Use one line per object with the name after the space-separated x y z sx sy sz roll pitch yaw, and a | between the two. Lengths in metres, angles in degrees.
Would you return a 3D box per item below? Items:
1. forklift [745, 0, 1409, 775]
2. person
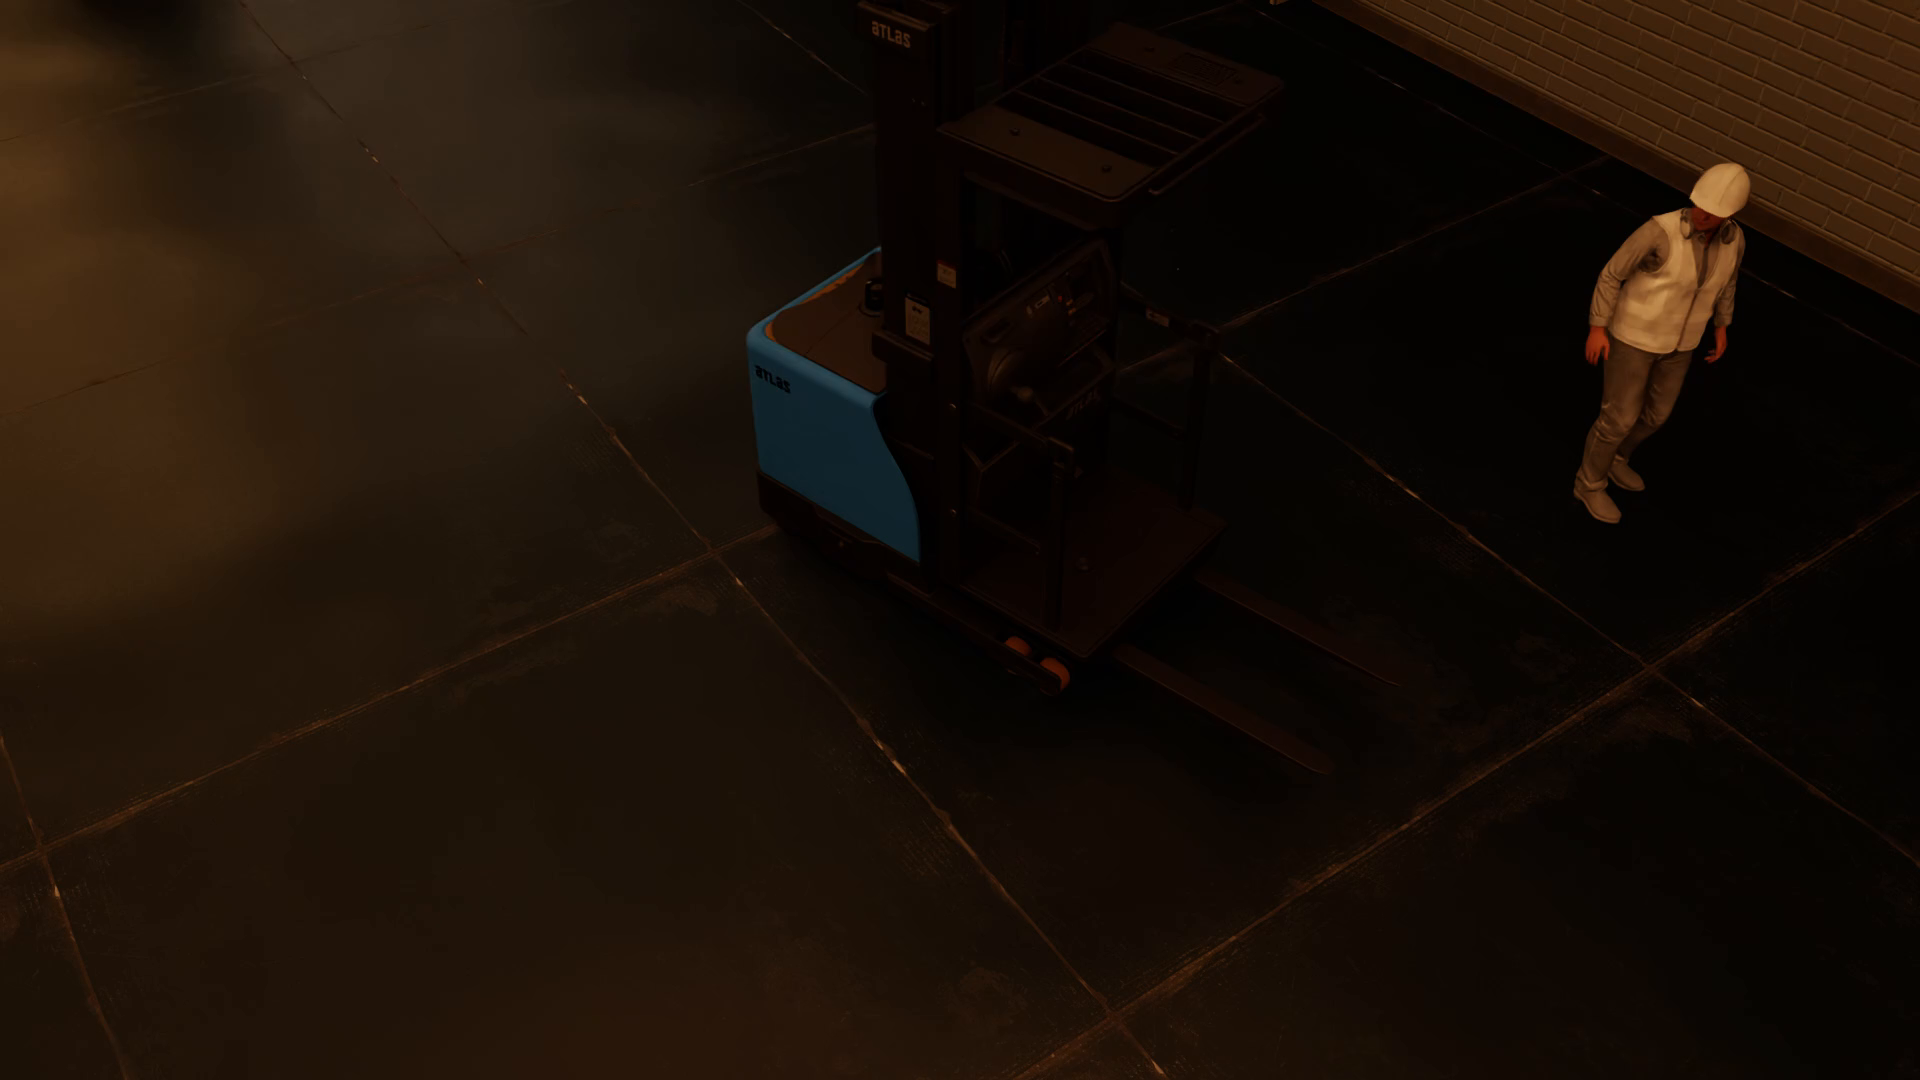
0.494 -0.817 6.602 3.031 2.935 1.130 29 50 28 | forklift
3.202 -0.898 7.553 0.724 1.762 0.493 -12 44 -12 | person
